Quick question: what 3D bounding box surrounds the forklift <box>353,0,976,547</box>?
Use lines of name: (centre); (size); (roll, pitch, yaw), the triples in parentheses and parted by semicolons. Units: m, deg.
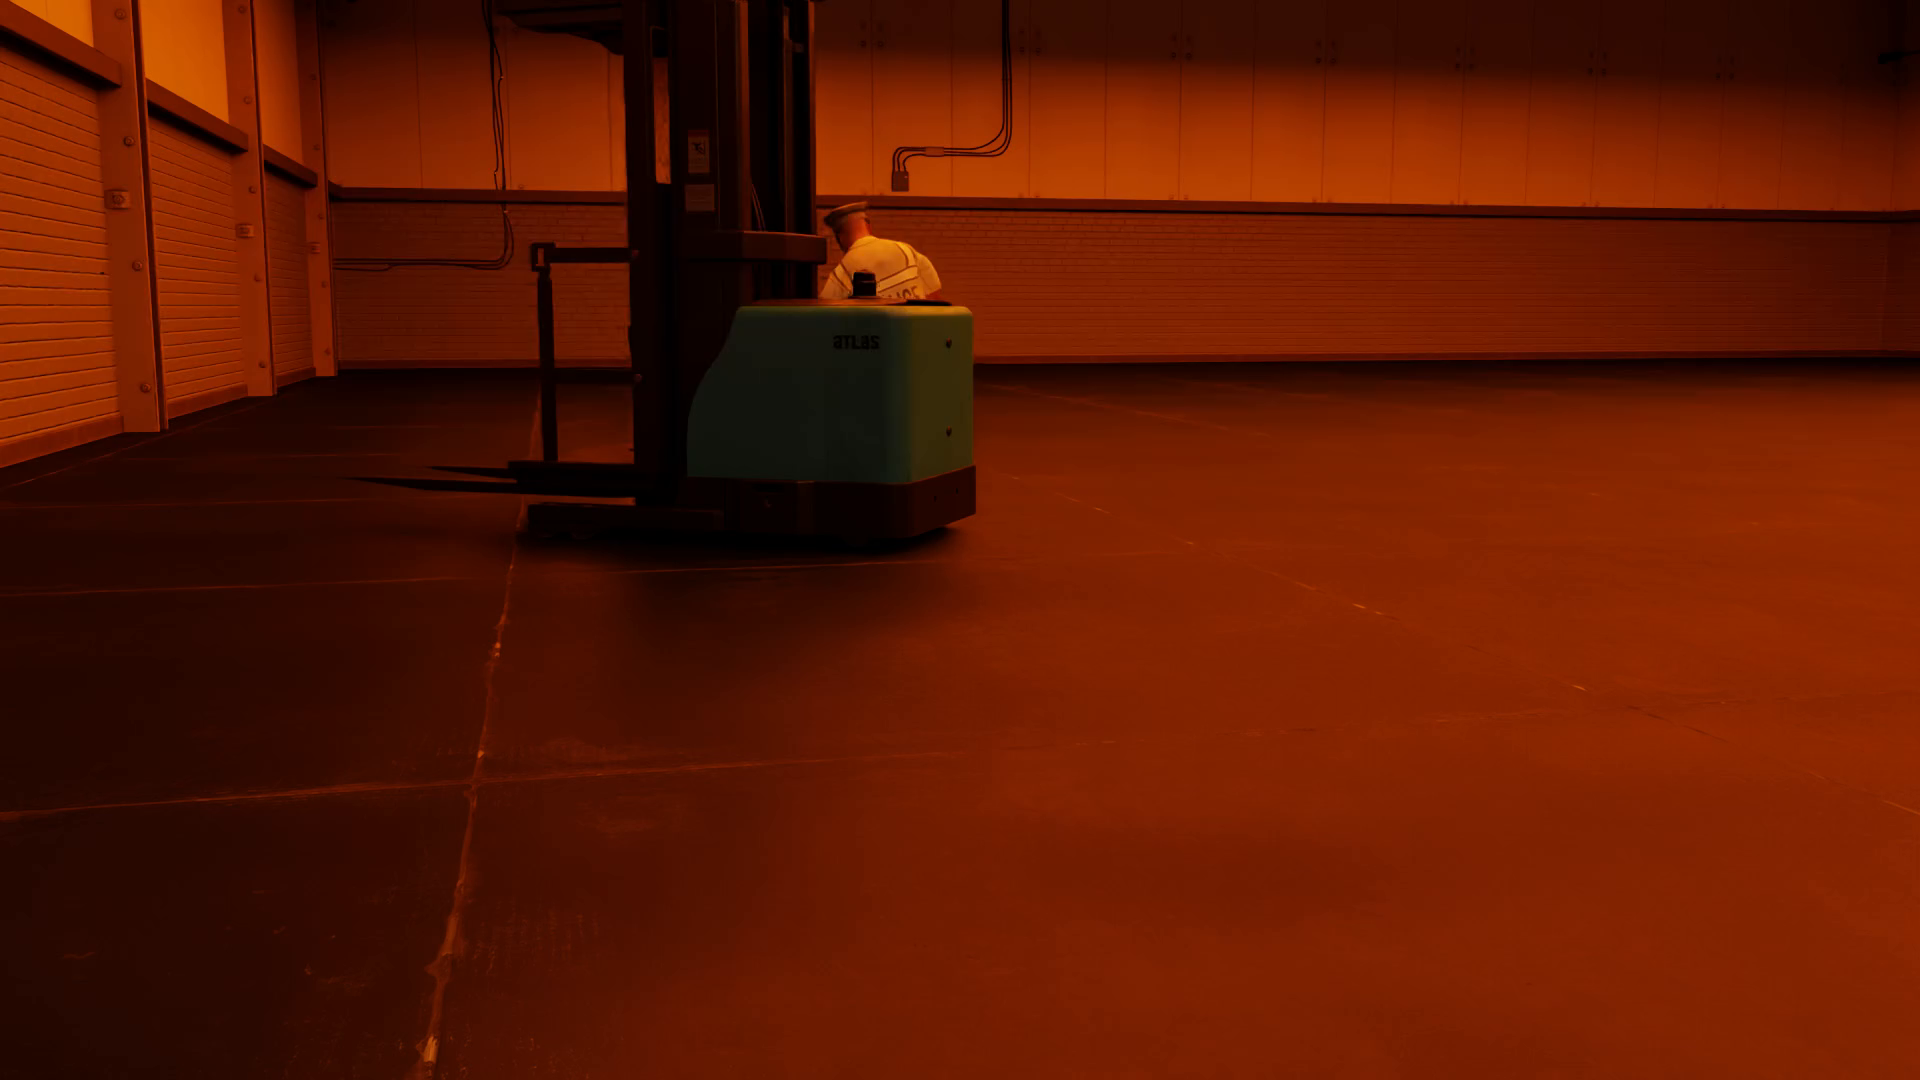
forklift: (-1.498, -1.517, 7.973); (3.031, 2.935, 1.130); (3, 8, 18)

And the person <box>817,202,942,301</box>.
person: (-0.563, -0.922, 8.421); (0.989, 1.530, 1.046); (-4, 9, -25)
